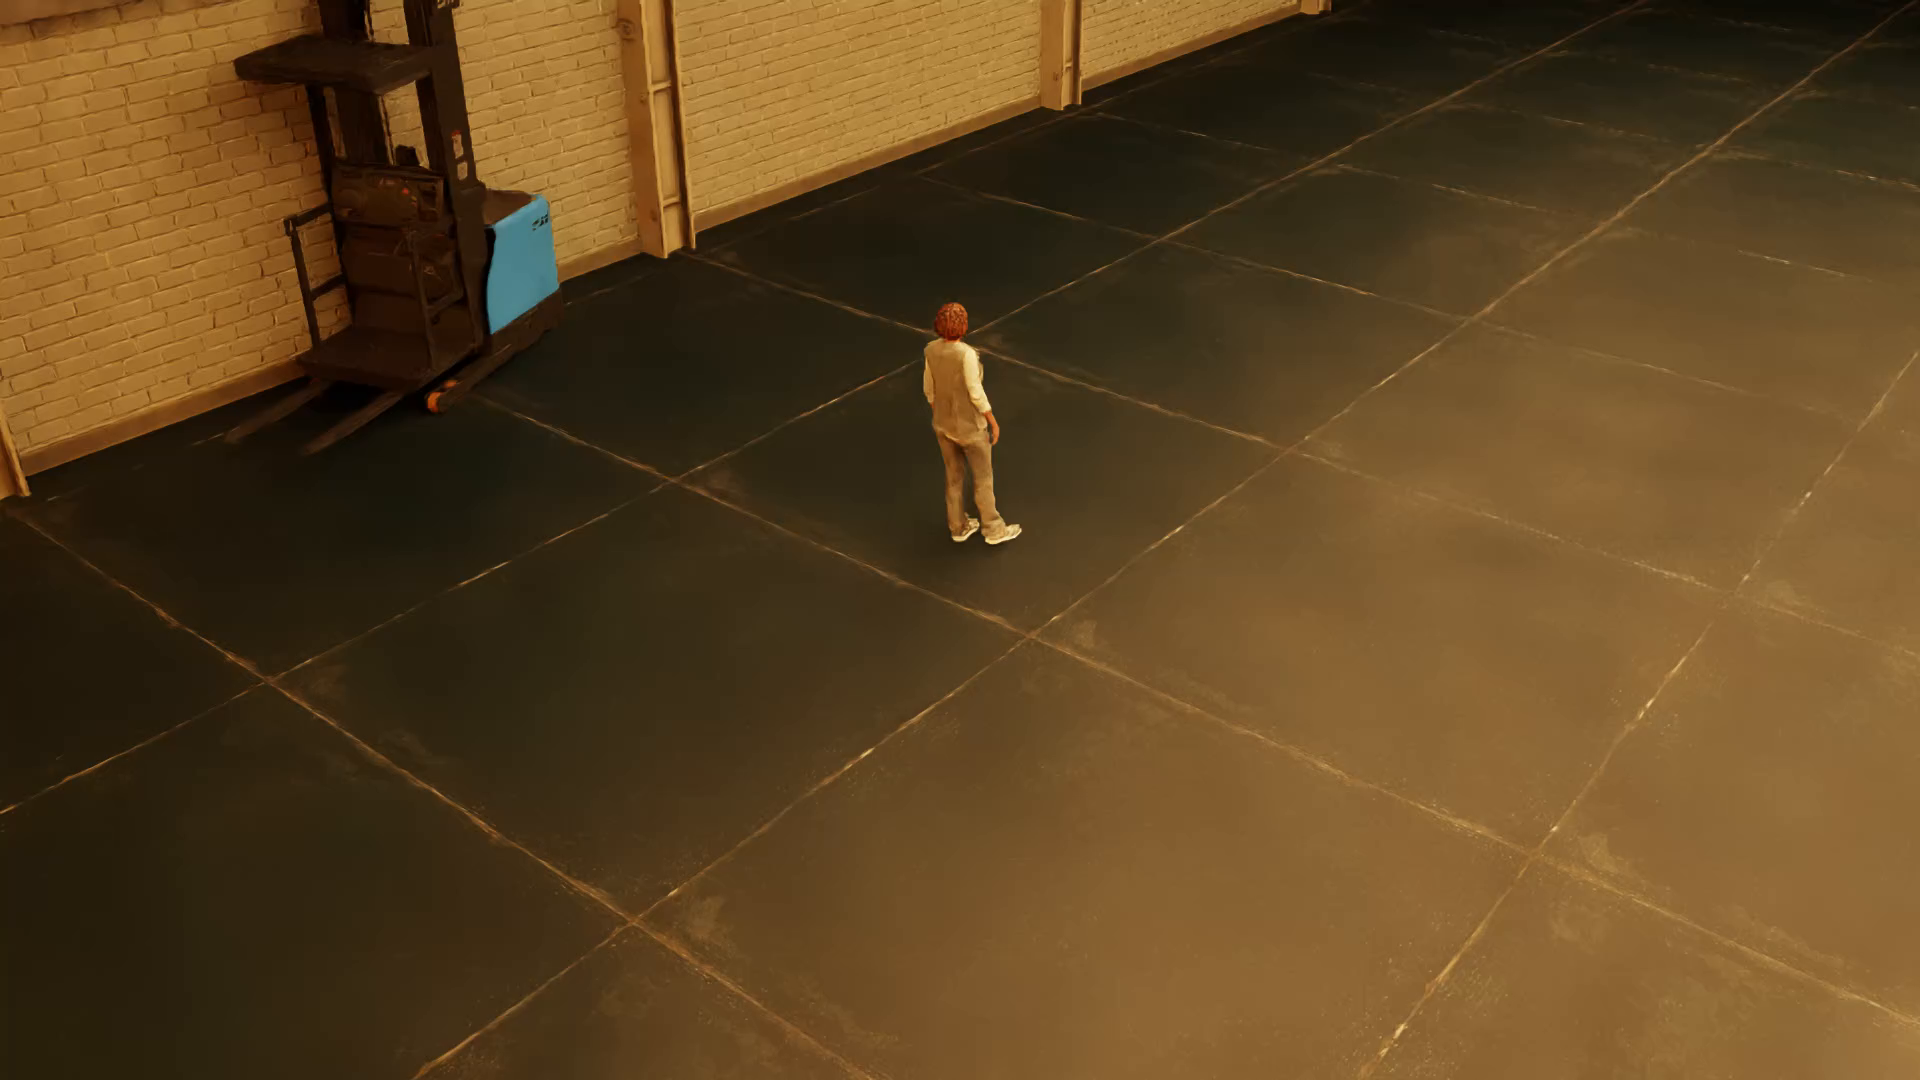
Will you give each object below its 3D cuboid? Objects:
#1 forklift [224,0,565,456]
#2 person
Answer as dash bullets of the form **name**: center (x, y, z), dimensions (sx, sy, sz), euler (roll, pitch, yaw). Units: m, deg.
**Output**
- **forklift**: center (-4.159, -2.412, 11.722), dimensions (1.130, 2.935, 3.031), euler (10, 32, 16)
- **person**: center (0.057, -0.720, 10.136), dimensions (0.521, 1.597, 0.474), euler (22, 37, 33)
